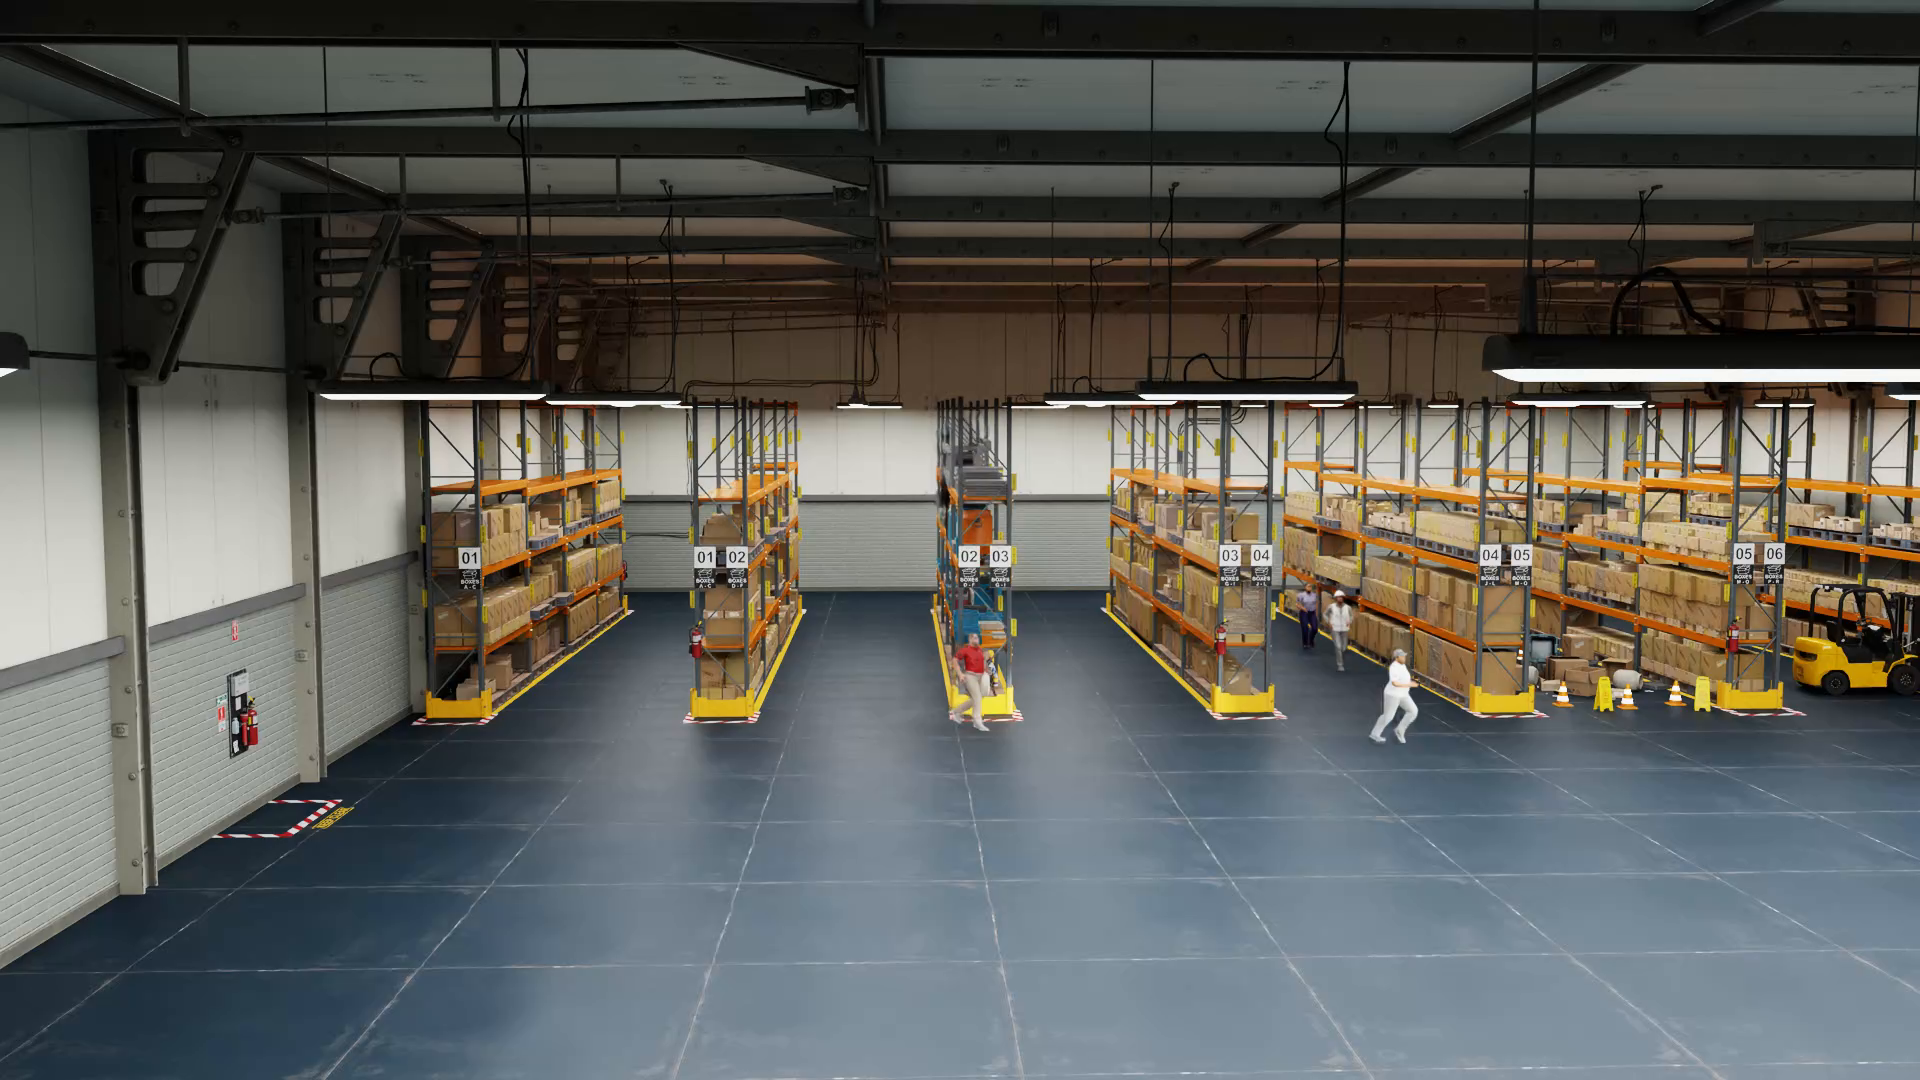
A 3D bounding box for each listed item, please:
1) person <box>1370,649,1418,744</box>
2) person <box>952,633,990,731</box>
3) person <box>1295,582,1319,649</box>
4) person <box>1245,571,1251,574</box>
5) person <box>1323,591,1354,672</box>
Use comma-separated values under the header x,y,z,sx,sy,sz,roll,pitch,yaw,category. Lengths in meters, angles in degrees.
x,y,z,sx,sy,sz,roll,pitch,yaw,category
7.515,2.686,28.603,0.836,1.655,0.615,4,6,41,person
0.259,2.554,30.153,0.818,1.716,0.701,3,5,35,person
8.379,1.835,40.010,0.603,1.586,0.573,0,4,-2,person
7.918,1.198,47.484,0.733,1.710,0.939,3,5,32,person
8.393,1.995,36.838,0.671,1.758,0.796,0,4,-2,person
